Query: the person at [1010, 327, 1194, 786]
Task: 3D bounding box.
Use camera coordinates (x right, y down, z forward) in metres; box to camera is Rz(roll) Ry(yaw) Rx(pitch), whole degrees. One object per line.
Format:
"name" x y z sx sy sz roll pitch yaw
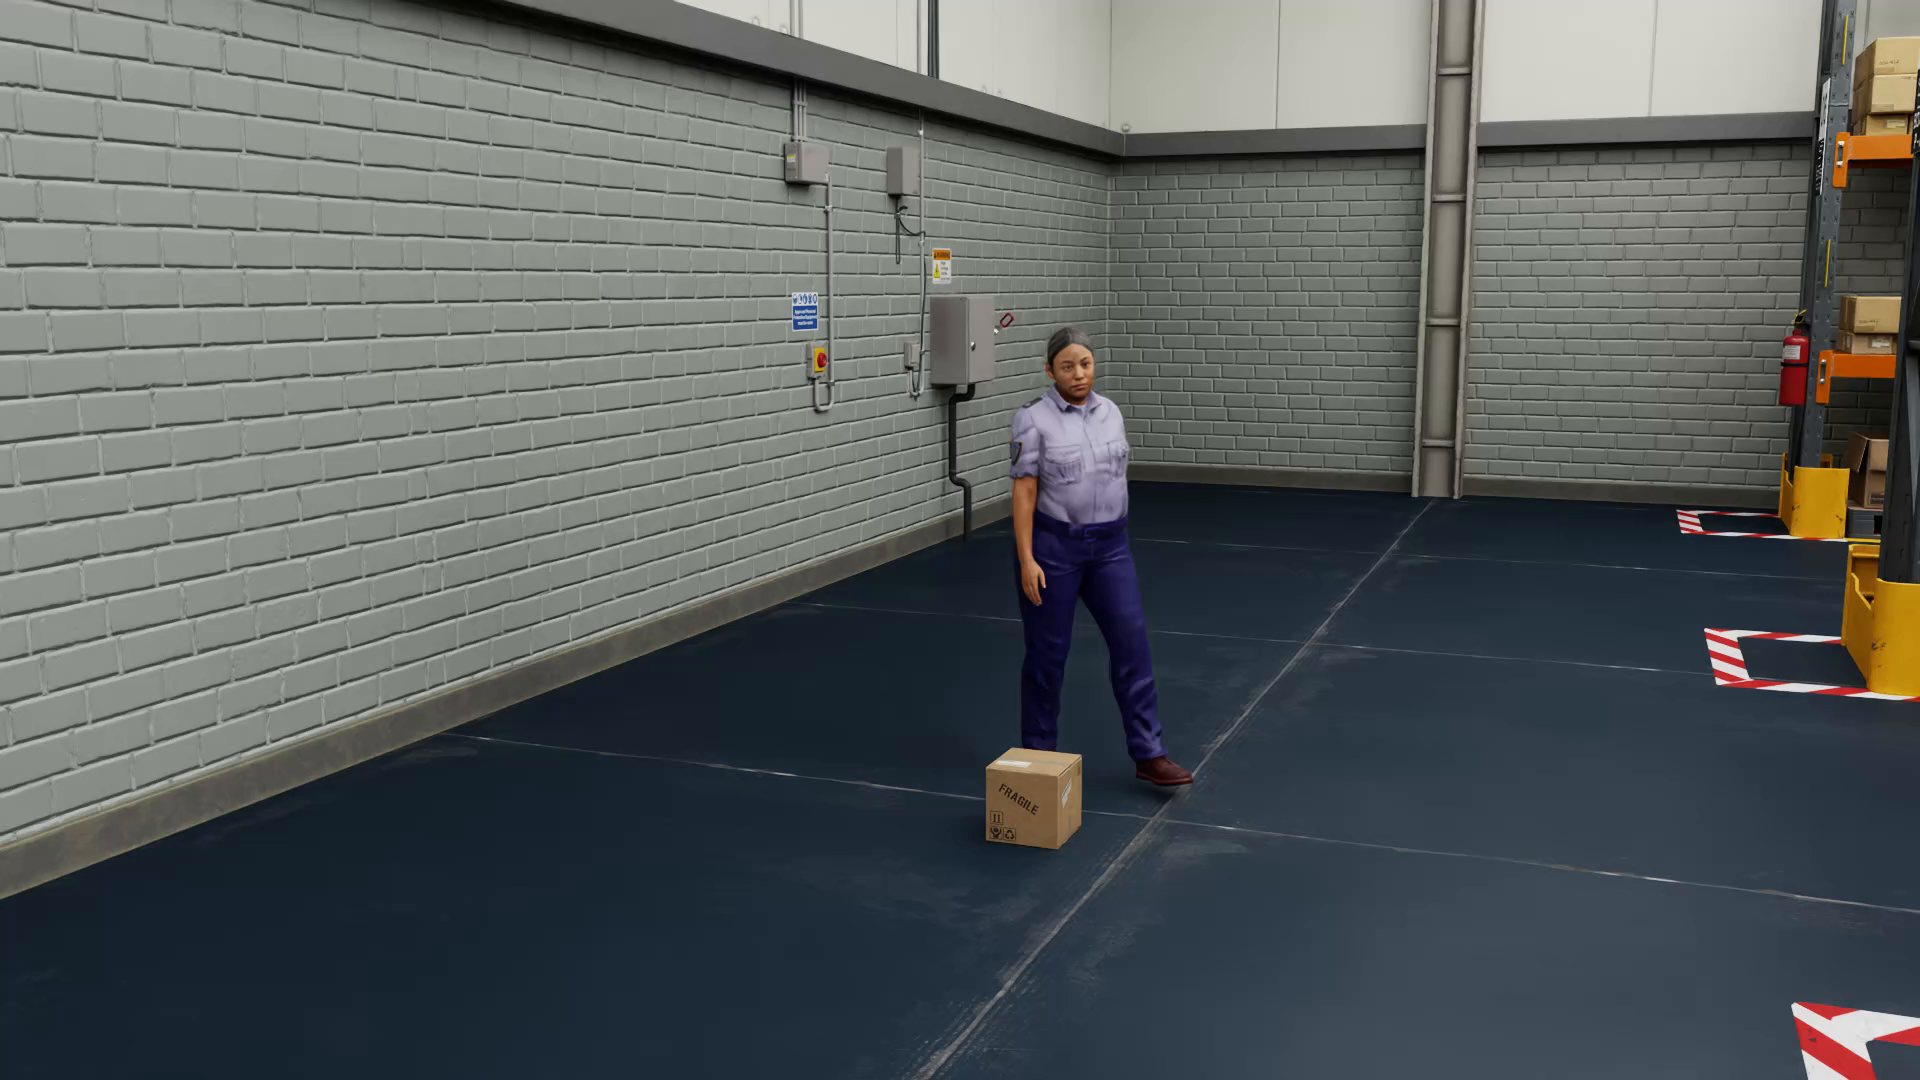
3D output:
"person" 0.467 0.073 5.877 0.524 1.631 0.691 -4 10 -23
